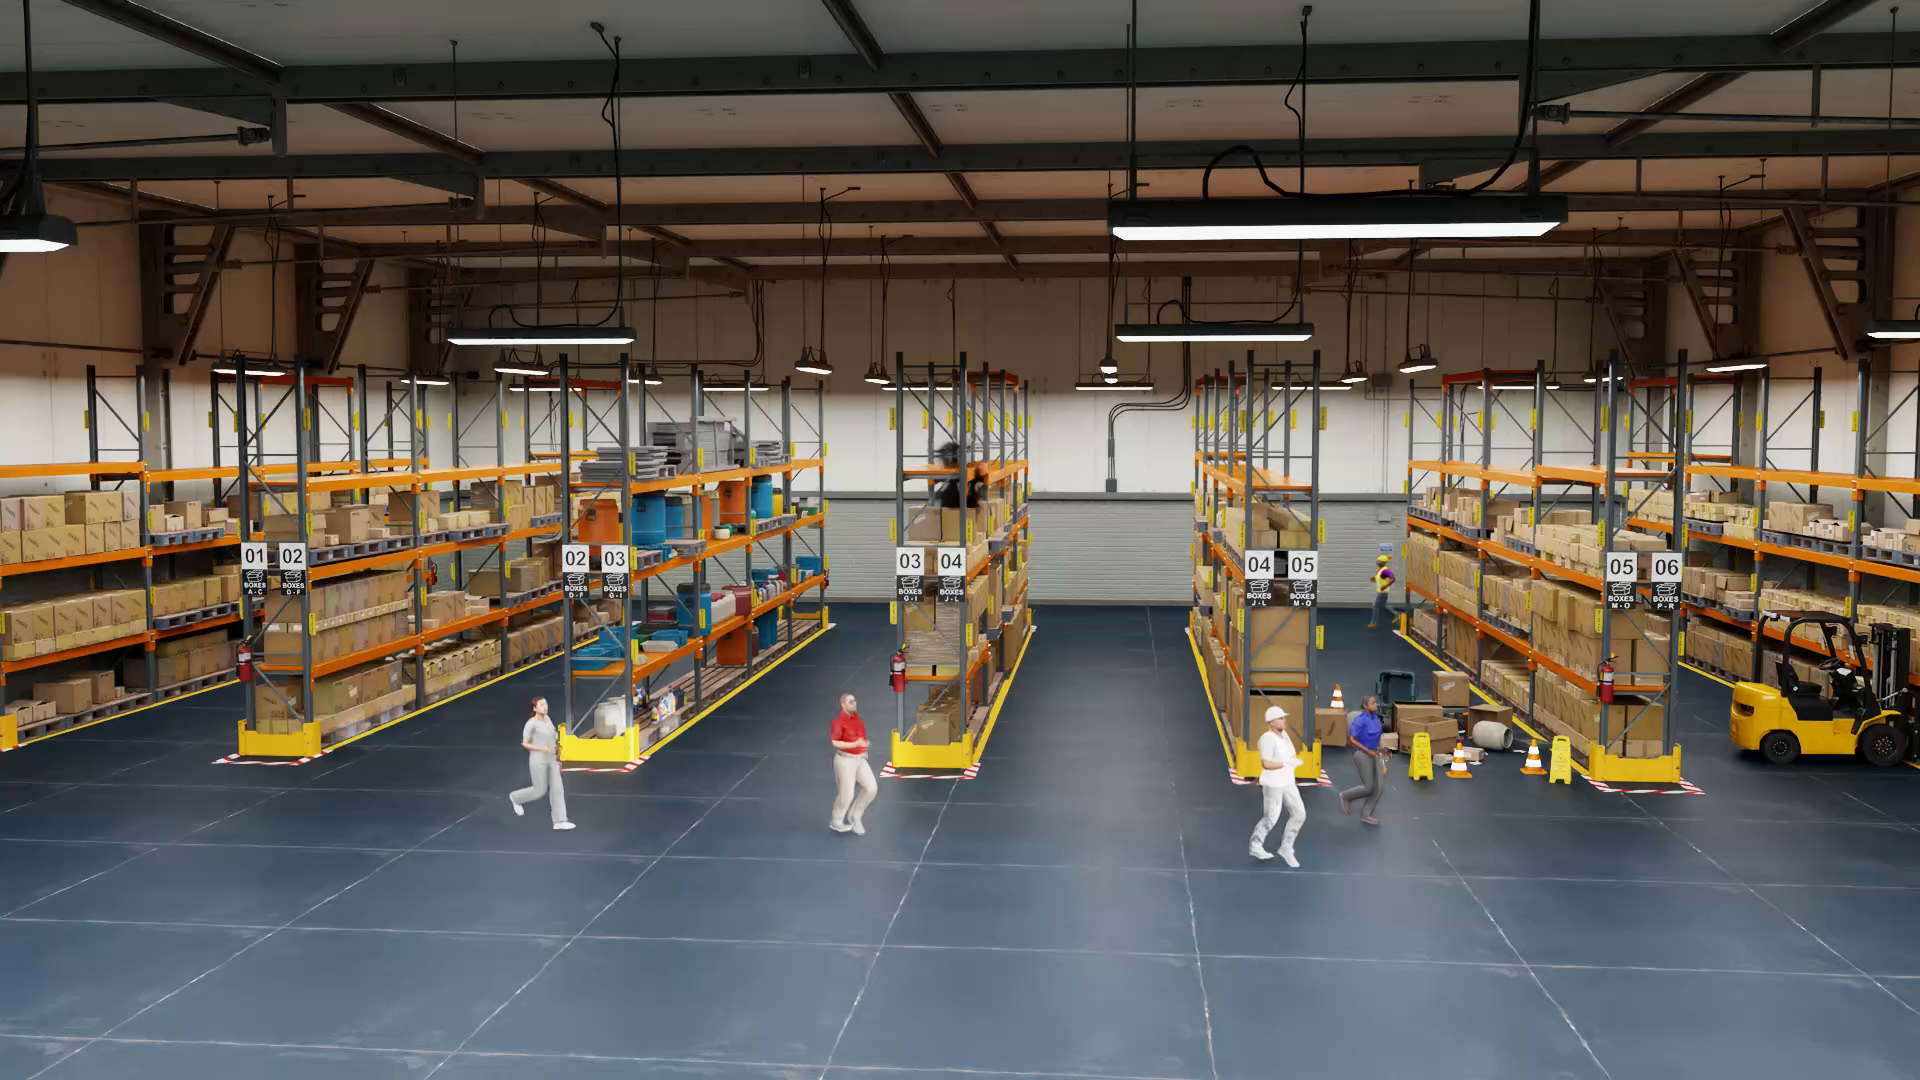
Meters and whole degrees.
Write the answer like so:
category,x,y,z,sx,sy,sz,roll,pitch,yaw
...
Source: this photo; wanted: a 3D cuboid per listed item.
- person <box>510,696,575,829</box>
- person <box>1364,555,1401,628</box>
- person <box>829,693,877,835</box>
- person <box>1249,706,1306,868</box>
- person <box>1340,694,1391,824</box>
category,x,y,z,sx,sy,sz,roll,pitch,yaw
person,-5.115,2.725,20.448,0.981,1.634,0.584,2,5,30
person,10.298,1.255,40.384,0.894,1.777,0.707,0,4,6
person,-1.275,2.731,20.113,0.664,1.754,0.643,3,5,36
person,3.597,2.786,18.715,0.712,1.833,0.654,4,5,42
person,5.066,2.722,20.773,0.562,1.609,0.578,-4,6,-42
